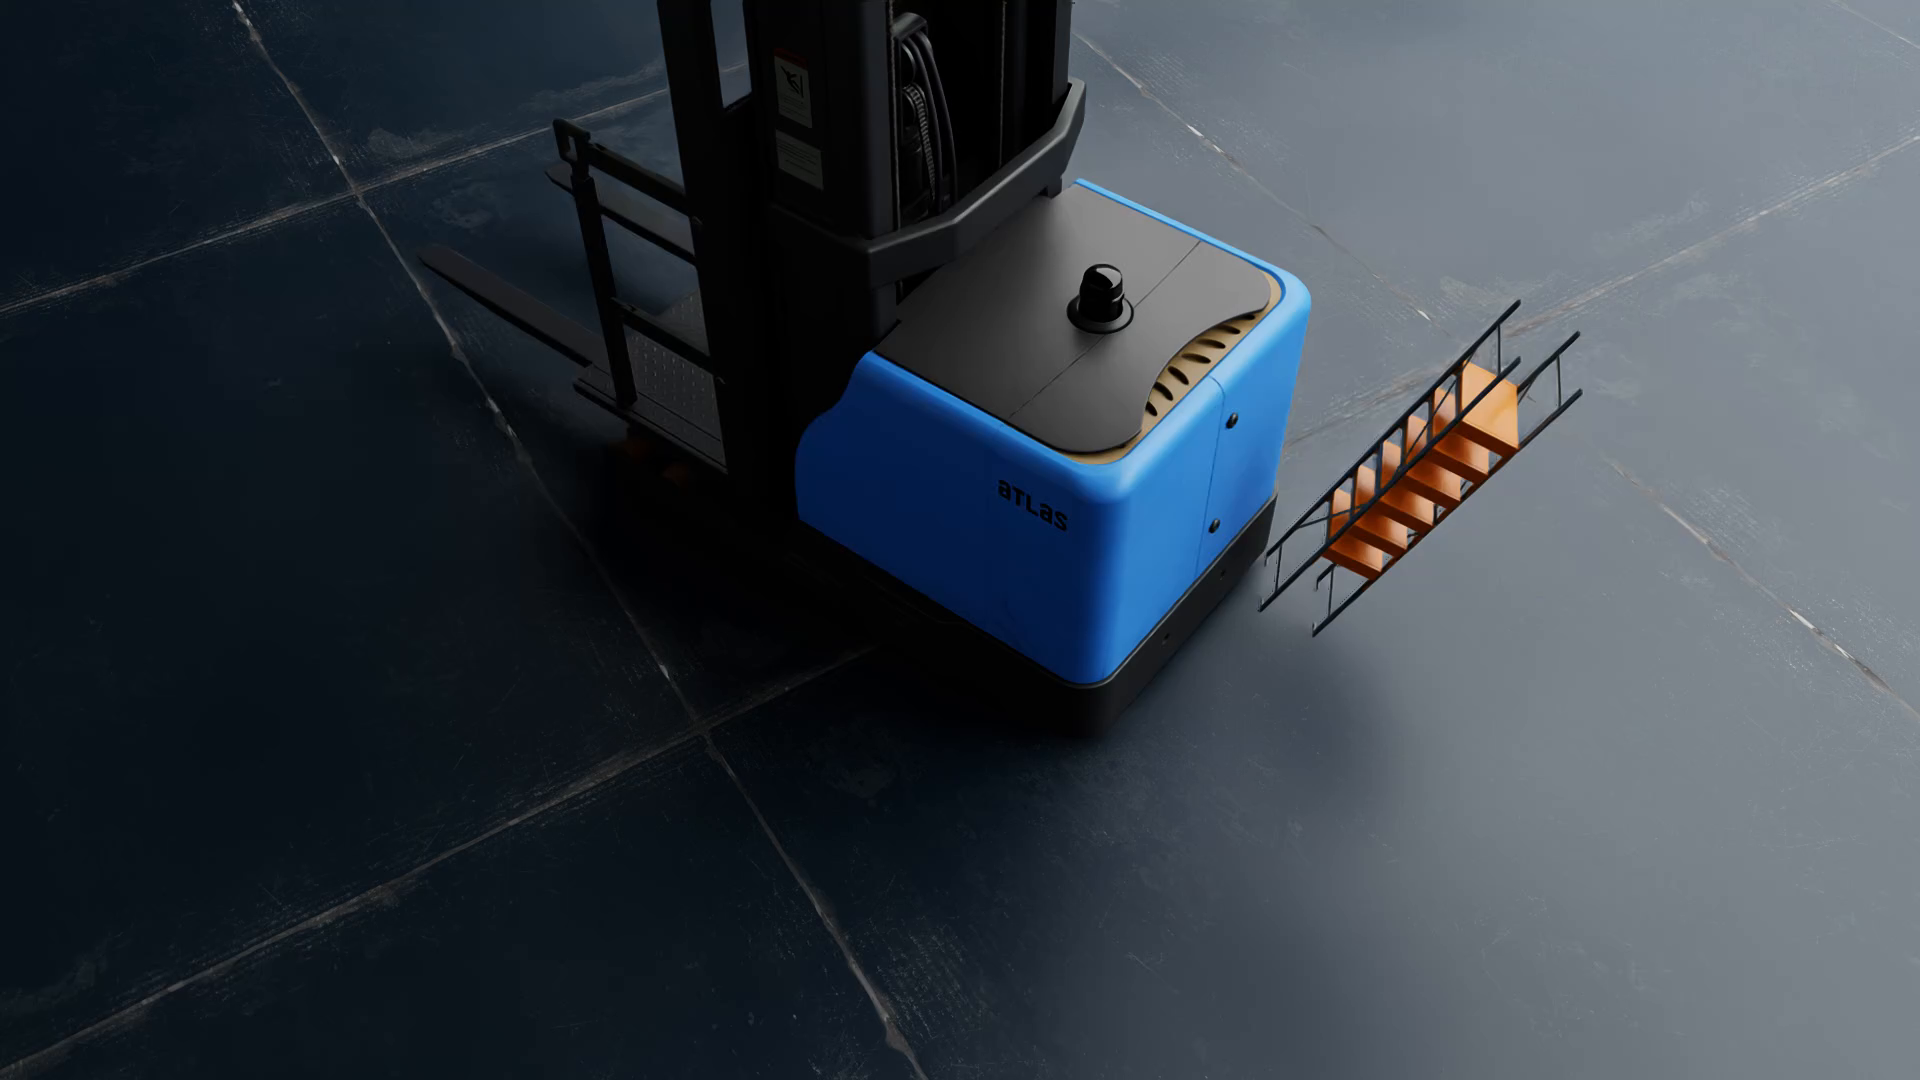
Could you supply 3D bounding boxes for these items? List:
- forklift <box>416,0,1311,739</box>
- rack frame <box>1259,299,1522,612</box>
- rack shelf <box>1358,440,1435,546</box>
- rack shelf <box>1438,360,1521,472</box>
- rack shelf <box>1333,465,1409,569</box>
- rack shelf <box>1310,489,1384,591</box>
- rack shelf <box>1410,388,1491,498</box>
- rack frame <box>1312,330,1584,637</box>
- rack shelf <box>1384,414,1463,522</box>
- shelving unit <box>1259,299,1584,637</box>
[{"bbox_3d":[-0.518,-1.340,4.480,3.031,2.935,1.130,30,55,24],"label":"forklift"},{"bbox_3d":[1.158,-0.199,4.589,0.006,1.200,0.240,25,49,-10],"label":"rack frame"},{"bbox_3d":[1.222,-0.137,4.638,0.180,0.103,0.258,25,49,-10],"label":"rack shelf"},{"bbox_3d":[1.365,-0.333,4.372,0.180,0.103,0.258,25,49,-10],"label":"rack shelf"},{"bbox_3d":[1.175,-0.072,4.727,0.180,0.103,0.258,25,49,-10],"label":"rack shelf"},{"bbox_3d":[1.127,-0.006,4.816,0.180,0.103,0.258,25,49,-10],"label":"rack shelf"},{"bbox_3d":[1.318,-0.268,4.461,0.180,0.103,0.258,25,49,-10],"label":"rack shelf"},{"bbox_3d":[1.322,-0.123,4.622,0.006,1.200,0.240,25,49,-10],"label":"rack frame"},{"bbox_3d":[1.270,-0.202,4.550,0.180,0.103,0.258,25,49,-10],"label":"rack shelf"},{"bbox_3d":[1.240,-0.161,4.606,0.189,1.200,0.258,25,49,-10],"label":"shelving unit"}]
